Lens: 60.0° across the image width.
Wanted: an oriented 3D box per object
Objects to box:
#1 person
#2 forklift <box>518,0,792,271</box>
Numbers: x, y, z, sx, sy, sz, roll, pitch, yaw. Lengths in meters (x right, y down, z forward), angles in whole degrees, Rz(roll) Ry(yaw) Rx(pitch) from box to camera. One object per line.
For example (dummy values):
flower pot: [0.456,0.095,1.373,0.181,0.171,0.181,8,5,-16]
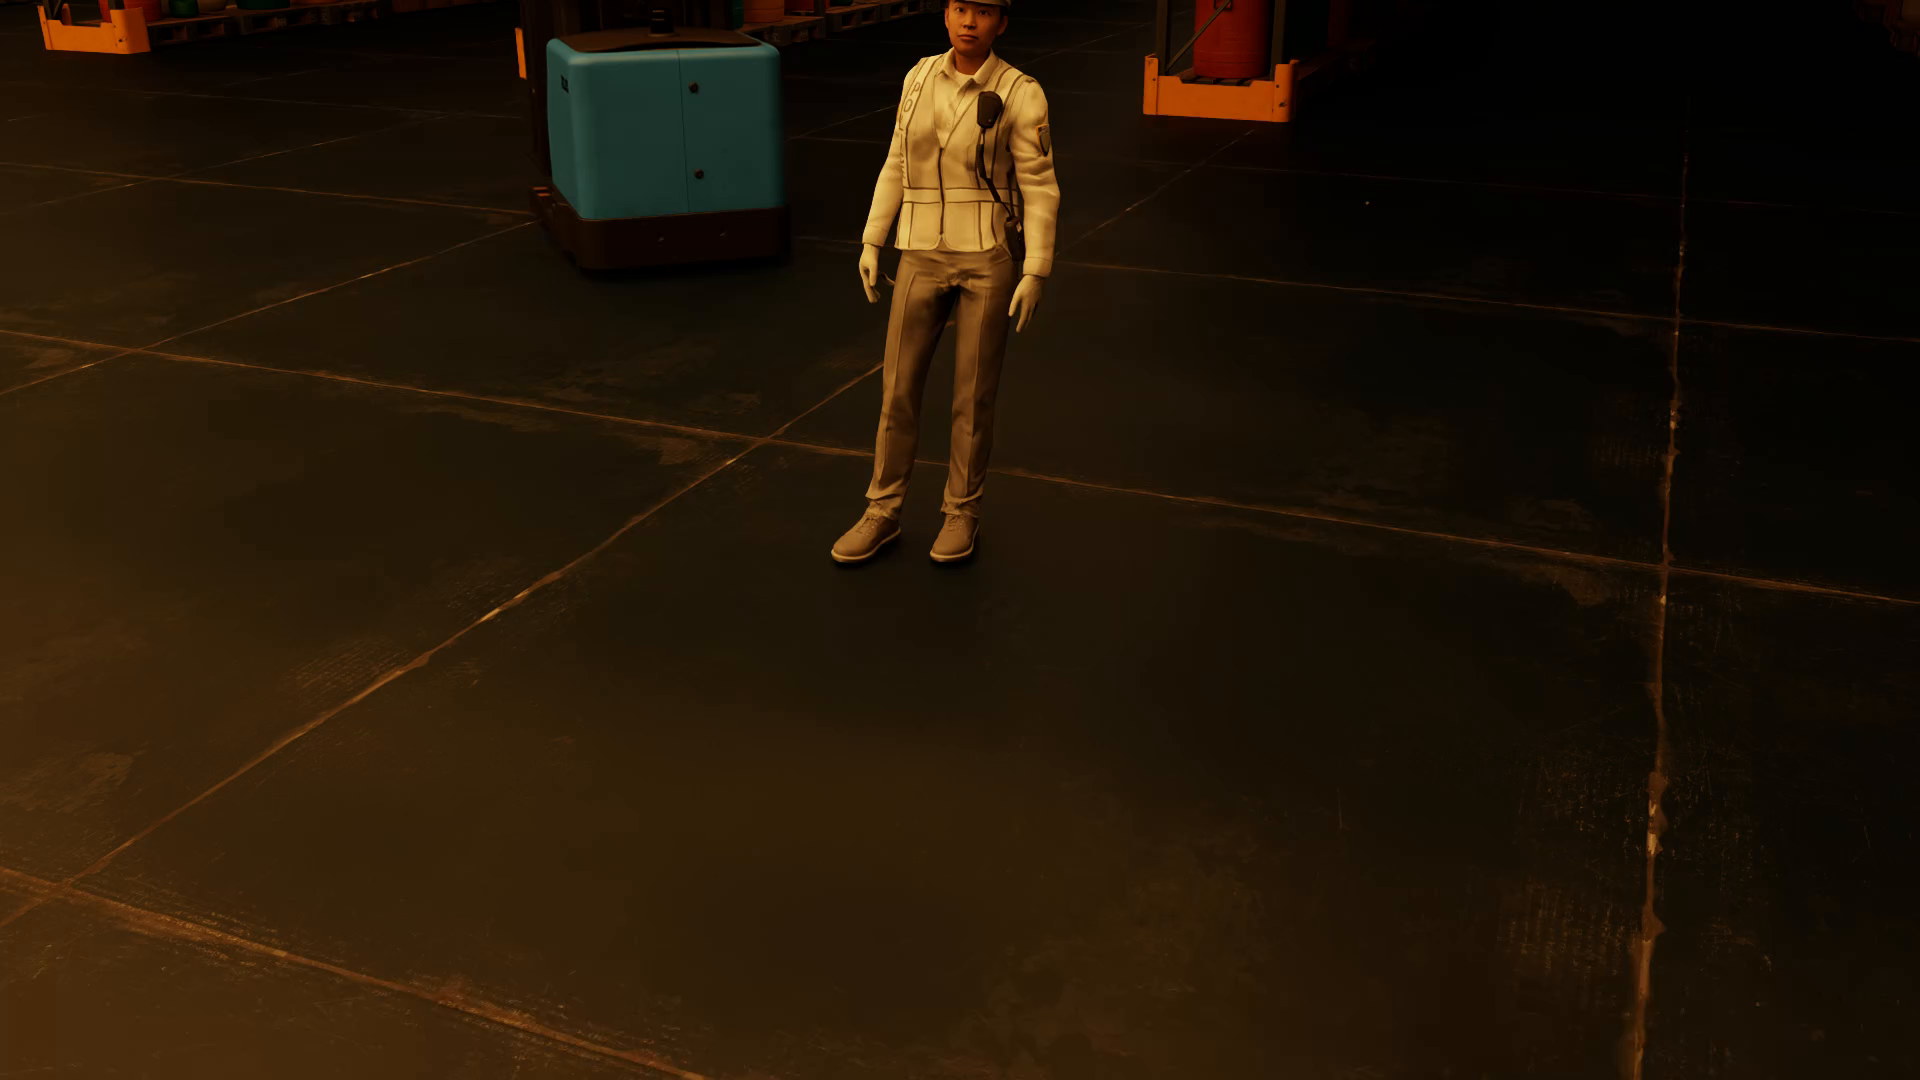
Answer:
person: [-0.033,-0.765,4.707,0.586,1.694,0.530,9,24,21]
forklift: [-1.842,-3.197,8.940,1.130,2.935,3.031,-8,24,-19]
